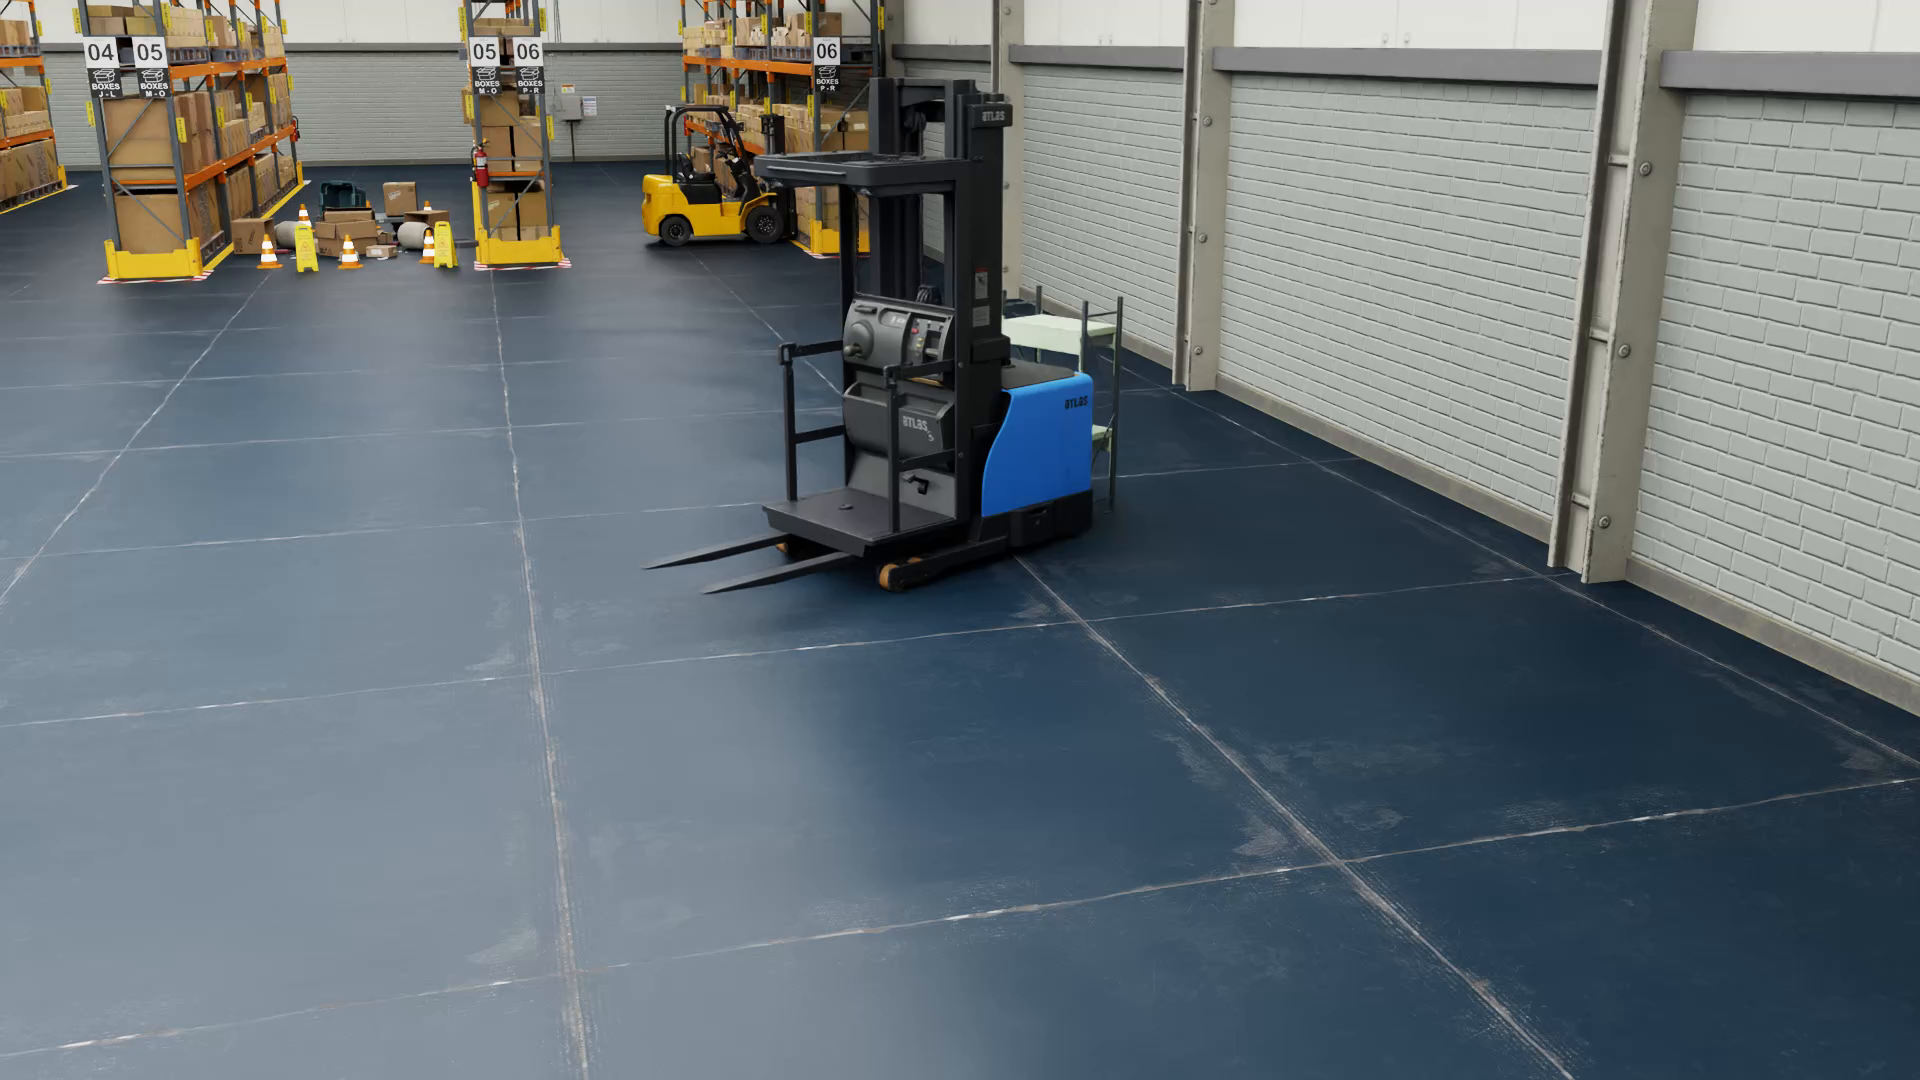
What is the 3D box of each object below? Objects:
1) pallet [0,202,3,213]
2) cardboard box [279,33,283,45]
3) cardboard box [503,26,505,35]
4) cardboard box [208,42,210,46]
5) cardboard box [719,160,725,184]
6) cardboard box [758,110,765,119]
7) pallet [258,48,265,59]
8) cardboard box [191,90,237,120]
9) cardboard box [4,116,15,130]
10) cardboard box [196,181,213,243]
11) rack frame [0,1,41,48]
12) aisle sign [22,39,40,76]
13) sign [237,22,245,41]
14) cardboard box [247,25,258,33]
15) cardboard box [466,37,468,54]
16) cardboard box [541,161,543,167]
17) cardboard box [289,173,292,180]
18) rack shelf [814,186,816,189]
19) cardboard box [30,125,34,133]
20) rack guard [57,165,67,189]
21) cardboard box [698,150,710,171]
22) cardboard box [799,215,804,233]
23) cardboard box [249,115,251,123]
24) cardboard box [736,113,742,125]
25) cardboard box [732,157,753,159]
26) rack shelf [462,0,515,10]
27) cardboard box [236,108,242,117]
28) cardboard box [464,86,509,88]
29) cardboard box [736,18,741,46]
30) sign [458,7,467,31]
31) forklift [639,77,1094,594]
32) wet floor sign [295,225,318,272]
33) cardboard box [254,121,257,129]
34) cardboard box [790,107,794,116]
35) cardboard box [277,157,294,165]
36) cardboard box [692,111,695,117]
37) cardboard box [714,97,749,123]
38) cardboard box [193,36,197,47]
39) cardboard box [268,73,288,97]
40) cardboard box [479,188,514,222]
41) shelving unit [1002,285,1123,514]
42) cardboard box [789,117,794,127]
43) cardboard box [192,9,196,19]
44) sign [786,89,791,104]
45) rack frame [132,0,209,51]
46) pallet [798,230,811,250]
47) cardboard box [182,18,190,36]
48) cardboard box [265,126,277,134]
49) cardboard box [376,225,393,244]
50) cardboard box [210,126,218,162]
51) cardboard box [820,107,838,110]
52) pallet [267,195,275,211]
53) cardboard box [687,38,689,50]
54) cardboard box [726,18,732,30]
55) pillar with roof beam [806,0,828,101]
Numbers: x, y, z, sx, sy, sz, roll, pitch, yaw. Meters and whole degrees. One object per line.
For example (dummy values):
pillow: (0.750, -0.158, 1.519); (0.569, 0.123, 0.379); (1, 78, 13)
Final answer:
pallet: (-18.711, -6.215, 31.277); (1.003, 0.211, 1.213); (-5, 17, -15)
cardboard box: (-15.266, -11.064, 36.749); (0.500, 0.250, 0.500); (-5, 18, -17)
cardboard box: (-6.495, -7.442, 24.349); (0.380, 0.149, 0.250); (-5, 17, -15)
cardboard box: (-12.386, -8.120, 27.088); (0.250, 0.149, 0.380); (-5, 17, -15)
cardboard box: (-4.829, -7.841, 35.456); (0.500, 0.500, 0.500); (-5, 17, -17)
cardboard box: (-3.448, -7.700, 30.071); (0.380, 0.149, 0.250); (-5, 18, -17)
pallet: (-14.471, -9.628, 32.903); (1.213, 0.211, 1.003); (-5, 17, -15)
cardboard box: (-13.325, -7.756, 29.647); (0.700, 0.500, 0.500); (-5, 17, -16)
cardboard box: (-19.212, -8.318, 33.172); (0.500, 0.250, 0.500); (-5, 17, -16)
cardboard box: (-11.983, -5.003, 25.356); (0.875, 0.875, 0.875); (-5, 17, -15)
rack frame: (-20.434, -12.076, 35.512); (1.000, 3.000, 0.127); (-5, 17, -15)
aisle sign: (-20.165, -10.492, 36.147); (0.394, 0.787, 0.004); (-5, 17, -15)
sign: (-12.903, -9.118, 29.842); (0.100, 0.325, 0.005); (-5, 17, -15)
cardboard box: (-14.385, -10.356, 33.697); (0.380, 0.149, 0.250); (-5, 17, -16)
cardboard box: (-7.192, -7.471, 25.138); (0.500, 0.250, 0.500); (-4, 17, -14)
cardboard box: (-6.481, -5.699, 25.148); (0.380, 0.149, 0.250); (-5, 18, -17)
cardboard box: (-14.923, -7.998, 36.589); (0.380, 0.149, 0.250); (-6, 18, -18)
rack shelf: (-2.287, -6.163, 27.505); (1.077, 0.370, 4.000); (-5, 17, -15)
cardboard box: (-19.600, -8.587, 34.763); (0.380, 0.149, 0.250); (-4, 17, -14)
rack guard: (-20.441, -8.012, 36.757); (1.175, 0.500, 0.348); (-5, 17, -15)
cardboard box: (-5.810, -8.814, 38.694); (0.500, 0.500, 0.500); (-4, 17, -14)
cardboard box: (-2.297, -5.082, 26.705); (0.500, 0.250, 0.500); (-5, 17, -15)
cardboard box: (-13.601, -7.945, 31.378); (0.380, 0.149, 0.250); (-5, 17, -15)
cardboard box: (-4.073, -8.191, 32.397); (0.500, 0.250, 0.500); (-5, 17, -15)
cardboard box: (-4.450, -7.748, 34.018); (0.380, 0.149, 0.250); (-5, 18, -17)
rack shelf: (-9.257, -10.664, 32.757); (1.077, 0.370, 4.000); (-5, 17, -15)
cardboard box: (-13.381, -7.864, 30.592); (0.380, 0.149, 0.250); (-5, 17, -15)
cardboard box: (-7.464, -6.913, 26.325); (0.700, 0.500, 0.500); (-5, 17, -16)
cardboard box: (-3.971, -9.681, 31.675); (0.500, 0.500, 0.500); (-5, 17, -15)
sign: (-7.048, -7.383, 23.564); (0.100, 0.325, 0.005); (-5, 17, -15)
forklift: (-0.535, -1.263, 10.062); (3.031, 2.935, 1.130); (-15, 22, -41)
wet floor sign: (-9.328, -4.162, 23.687); (0.267, 0.644, 0.232); (-8, 18, -25)
cardboard box: (-13.804, -8.014, 32.122); (0.380, 0.149, 0.250); (-5, 18, -17)
cardboard box: (-2.604, -7.100, 27.556); (0.380, 0.149, 0.250); (-5, 17, -15)
cardboard box: (-15.041, -8.426, 36.980); (0.380, 0.149, 0.250); (-5, 17, -16)
cardboard box: (-5.987, -10.024, 38.854); (0.500, 0.250, 0.500); (-5, 17, -16)
cardboard box: (-4.759, -9.011, 34.832); (0.700, 0.500, 0.500); (-5, 17, -16)
cardboard box: (-11.653, -7.457, 24.881); (0.380, 0.149, 0.250); (-4, 17, -14)
cardboard box: (-15.272, -10.129, 37.031); (0.500, 0.500, 0.500); (-5, 17, -16)
cardboard box: (-7.126, -5.149, 25.626); (0.500, 0.500, 0.500); (-4, 17, -13)
shelving unit: (0.680, -0.959, 11.519); (0.755, 1.500, 0.431); (16, 21, 42)
cardboard box: (-2.596, -6.881, 27.344); (0.380, 0.149, 0.250); (-5, 17, -16)
cardboard box: (-11.726, -7.911, 25.006); (0.380, 0.149, 0.250); (-4, 17, -14)
sign: (-3.403, -8.766, 32.909); (0.100, 0.325, 0.005); (-5, 17, -15)
rack frame: (-12.339, -9.121, 25.675); (1.000, 3.000, 0.127); (-5, 17, -15)
pallet: (-1.987, -4.827, 26.654); (1.003, 0.211, 1.213); (-5, 17, -15)
cardboard box: (-11.543, -7.470, 24.233); (0.500, 0.250, 0.500); (-5, 17, -16)
cardboard box: (-14.301, -8.445, 34.288); (0.380, 0.149, 0.250); (-4, 17, -13)
cardboard box: (-9.448, -4.963, 27.012); (0.396, 0.266, 0.258); (11, 20, 32)
cardboard box: (-12.227, -6.219, 26.180); (0.875, 0.550, 0.550); (-5, 17, -15)
cardboard box: (-2.098, -7.068, 27.449); (0.380, 0.149, 0.250); (-4, 17, -14)
pallet: (-13.984, -6.572, 32.464); (1.003, 0.211, 1.213); (-5, 17, -15)
cardboard box: (-6.115, -11.604, 38.898); (0.500, 0.250, 0.500); (-4, 17, -14)
cardboard box: (-4.780, -11.030, 35.539); (0.396, 0.266, 0.258); (-5, 17, -15)
pillar with roof beam: (-6.850, -10.411, 29.967); (9.100, 9.000, 0.400); (-5, 17, -15)
